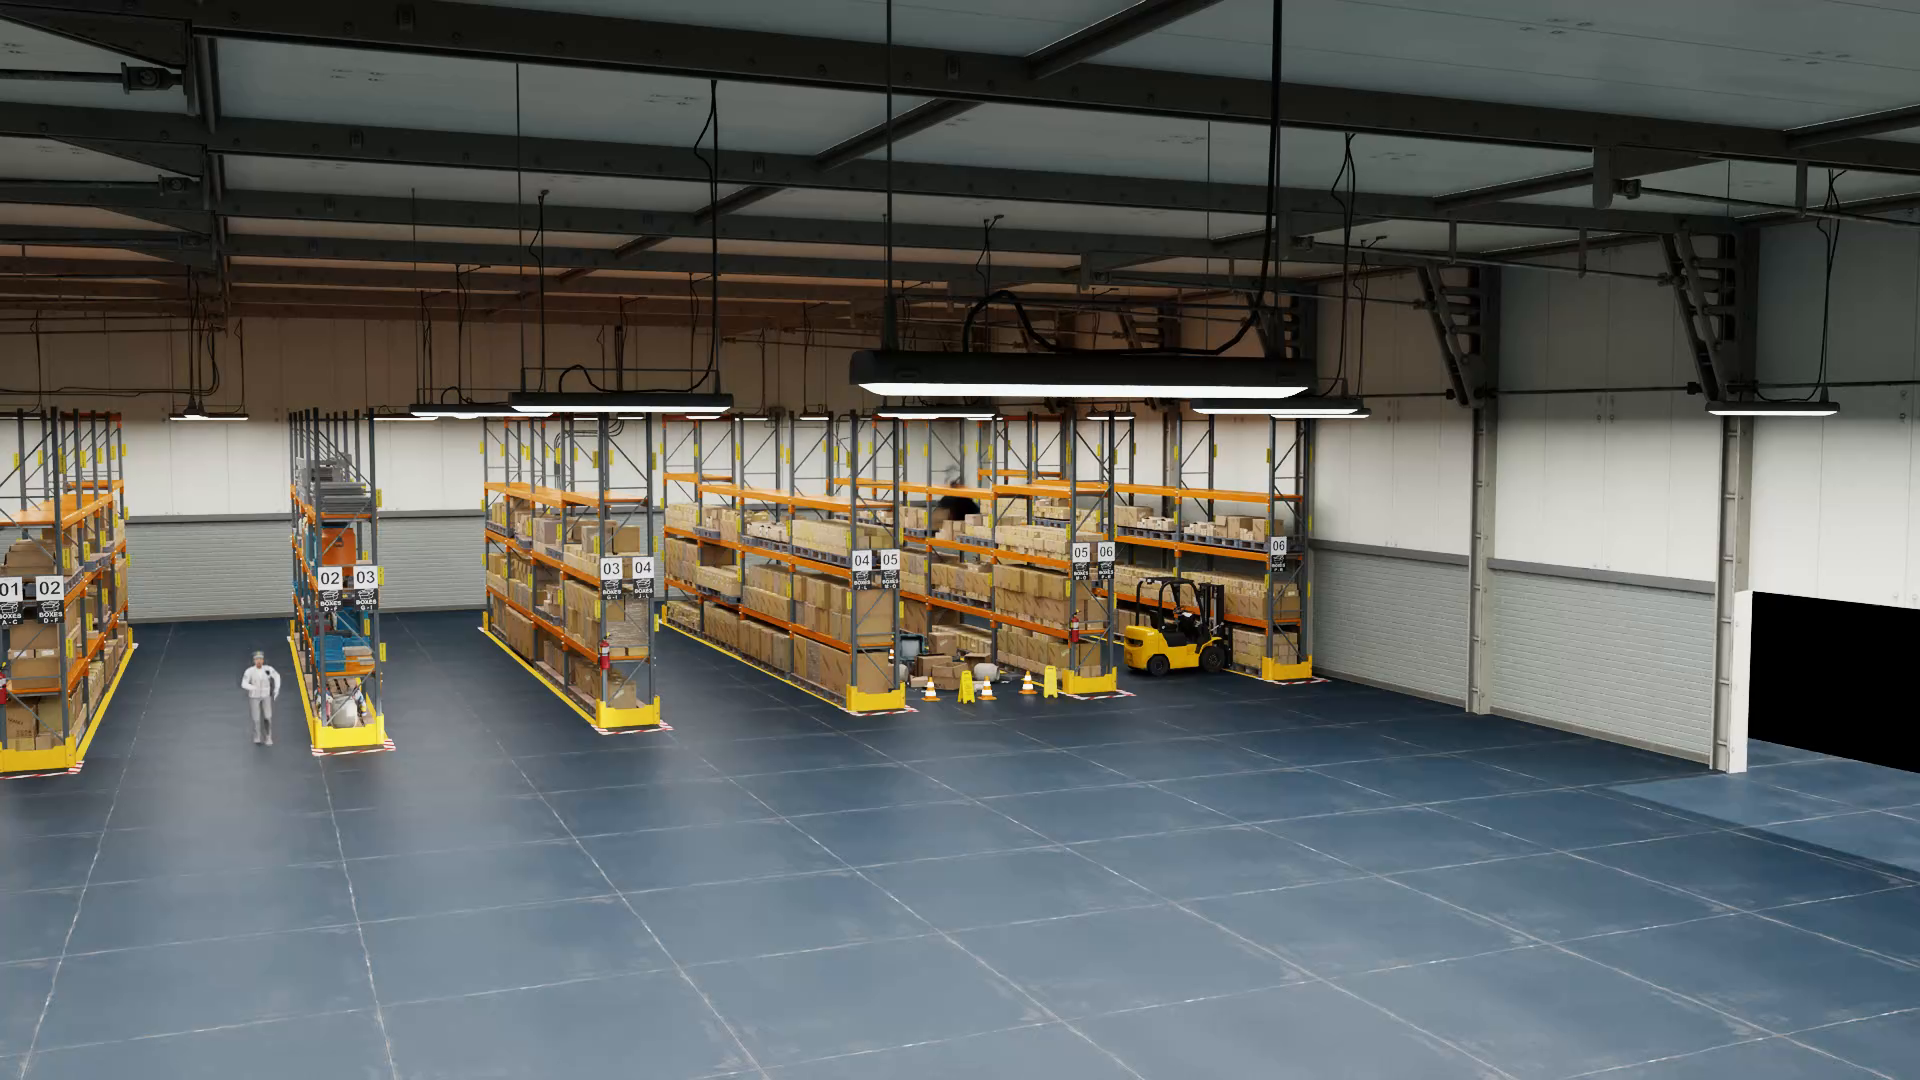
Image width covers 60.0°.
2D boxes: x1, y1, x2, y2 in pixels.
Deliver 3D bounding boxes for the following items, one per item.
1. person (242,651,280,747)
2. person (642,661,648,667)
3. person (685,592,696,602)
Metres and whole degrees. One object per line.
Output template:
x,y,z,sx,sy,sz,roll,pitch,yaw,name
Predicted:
-12.391,2.828,29.492,0.637,1.731,0.698,-2,4,-27,person
-7.687,2.136,39.506,0.568,1.654,0.901,-2,4,-27,person
-7.874,1.431,49.603,0.511,1.670,0.890,1,4,20,person
